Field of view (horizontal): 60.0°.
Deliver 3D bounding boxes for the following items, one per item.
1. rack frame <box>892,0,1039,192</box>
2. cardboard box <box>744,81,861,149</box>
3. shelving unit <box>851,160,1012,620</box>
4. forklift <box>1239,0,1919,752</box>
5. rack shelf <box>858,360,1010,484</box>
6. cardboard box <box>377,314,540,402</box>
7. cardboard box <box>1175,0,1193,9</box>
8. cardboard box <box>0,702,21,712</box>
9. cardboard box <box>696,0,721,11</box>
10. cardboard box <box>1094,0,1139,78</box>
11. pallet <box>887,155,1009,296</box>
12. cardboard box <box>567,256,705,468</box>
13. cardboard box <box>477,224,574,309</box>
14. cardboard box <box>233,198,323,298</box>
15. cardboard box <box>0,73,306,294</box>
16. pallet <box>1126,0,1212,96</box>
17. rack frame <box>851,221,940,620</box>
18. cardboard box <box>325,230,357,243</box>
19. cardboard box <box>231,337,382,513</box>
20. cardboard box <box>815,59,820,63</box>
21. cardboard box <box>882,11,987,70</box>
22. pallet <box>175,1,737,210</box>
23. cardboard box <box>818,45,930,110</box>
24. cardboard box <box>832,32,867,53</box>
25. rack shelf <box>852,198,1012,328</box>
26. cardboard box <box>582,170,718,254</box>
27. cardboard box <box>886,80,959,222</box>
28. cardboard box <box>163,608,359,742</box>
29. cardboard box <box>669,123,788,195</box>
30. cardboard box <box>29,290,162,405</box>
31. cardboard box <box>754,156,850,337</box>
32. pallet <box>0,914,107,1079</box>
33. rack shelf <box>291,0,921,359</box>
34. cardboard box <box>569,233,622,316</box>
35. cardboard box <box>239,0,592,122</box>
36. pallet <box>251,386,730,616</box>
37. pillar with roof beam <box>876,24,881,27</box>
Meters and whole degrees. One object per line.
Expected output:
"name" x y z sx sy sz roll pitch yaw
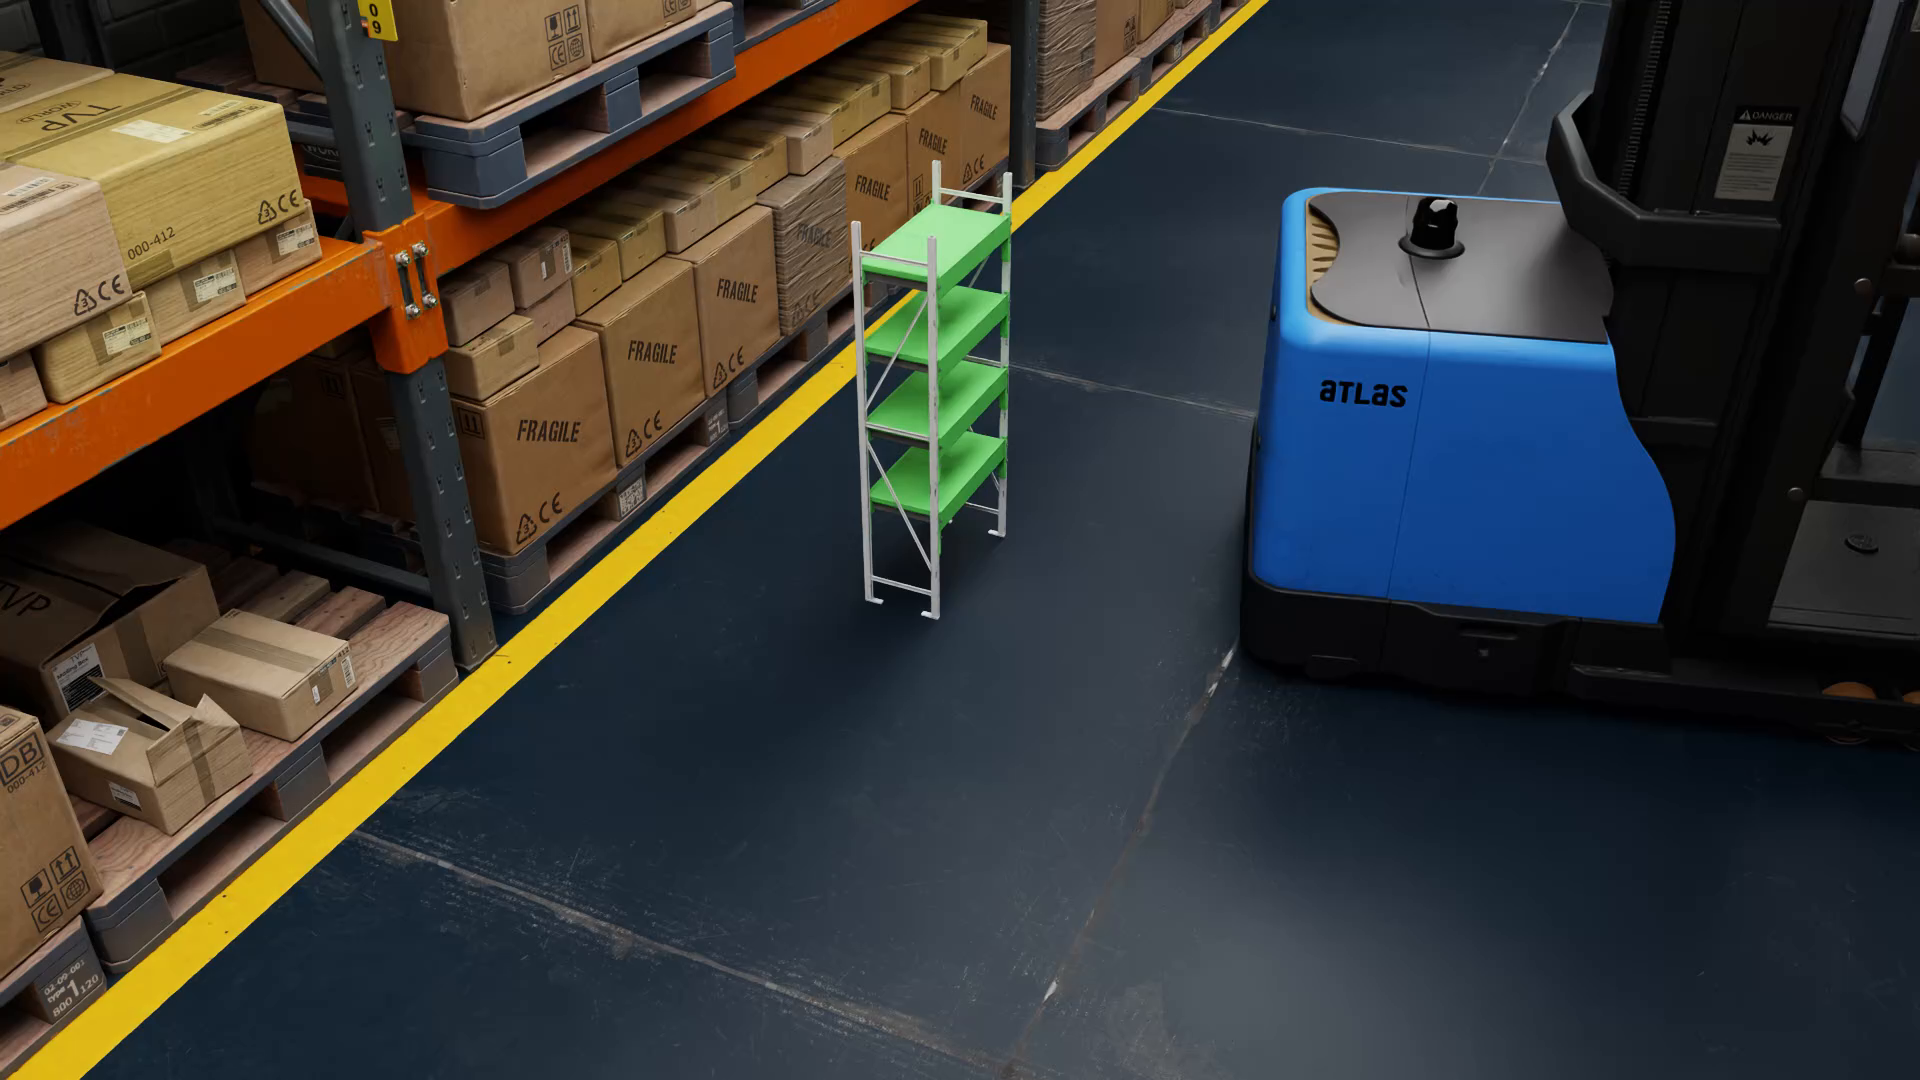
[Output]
"rack frame" -0.129 -3.016 7.114 1.000 3.000 0.127 14 36 20
"cardboard box" -0.597 -1.604 6.265 0.380 0.149 0.250 14 36 20
"shelving unit" -0.069 -0.419 4.795 0.258 1.200 0.503 14 36 20
"forklift" 2.354 -0.979 4.071 3.031 2.935 1.130 5 34 8
"rack shelf" -0.069 -0.366 4.830 0.258 0.148 0.480 14 36 20
"cardboard box" -1.410 -0.543 4.647 0.380 0.149 0.250 16 36 23
"cardboard box" 1.005 -3.543 9.701 0.875 0.625 0.625 14 36 20
"cardboard box" -2.475 0.484 3.994 0.380 0.149 0.250 14 36 20
"cardboard box" -0.872 -1.747 4.918 0.396 0.266 0.258 16 36 23
"cardboard box" 0.411 -2.833 8.618 0.875 0.625 0.625 15 36 22
"pallet" -0.475 -1.487 7.325 1.003 0.211 1.213 14 36 20
"cardboard box" -1.182 -0.611 5.342 0.500 0.500 0.500 14 36 20
"cardboard box" -1.345 -0.808 4.780 0.380 0.149 0.250 12 35 18
"cardboard box" -1.706 -0.702 3.814 0.380 0.149 0.250 15 36 21
"cardboard box" -1.794 -0.776 3.563 0.500 0.250 0.500 15 36 22
"pallet" 0.763 -2.856 9.413 1.003 0.211 1.213 14 36 20
"rack frame" -0.171 -0.298 4.610 0.240 1.200 0.015 14 36 20
"cardboard box" -1.805 -0.807 5.050 0.380 0.149 0.250 14 36 21
"cardboard box" -1.865 -0.466 5.122 0.500 0.500 0.500 14 36 20
"cardboard box" -0.797 -1.961 6.810 0.380 0.149 0.250 15 36 21
"cardboard box" -0.105 -2.113 7.042 0.380 0.149 0.250 12 35 18
"pallet" -1.369 -1.316 4.697 1.003 0.211 1.213 14 36 20
"cardboard box" -0.341 -1.849 6.640 0.380 0.149 0.250 13 35 19
"cardboard box" -0.630 -2.229 7.219 0.380 0.149 0.250 16 37 23
"rack shelf" -0.069 -0.767 4.567 0.258 0.148 0.480 14 36 20
"cardboard box" -1.027 -1.084 5.473 0.380 0.149 0.250 14 36 20
"cardboard box" -0.329 -1.639 6.911 0.500 0.500 0.500 14 36 20
"cardboard box" -1.768 0.338 4.216 0.380 0.149 0.250 13 35 19
"cardboard box" -0.835 -1.349 5.876 0.380 0.149 0.250 14 36 21
"cardboard box" -1.882 -0.432 3.403 0.380 0.149 0.250 15 36 22
"cardboard box" -0.746 -1.115 6.112 0.500 0.500 0.500 13 35 19
"pallet" -2.599 1.094 3.389 1.003 0.211 1.213 14 36 20
"rack shelf" -0.965 -1.719 5.792 1.077 0.370 4.000 14 36 20
"cardboard box" -1.268 -0.829 5.084 0.380 0.149 0.250 12 35 18
"cardboard box" -1.397 -1.431 4.222 0.700 0.500 0.500 15 36 22
"pallet" -1.496 -0.271 5.471 1.003 0.211 1.213 14 36 20
"pillar with roof beam" 3.508 -5.393 5.268 9.100 9.000 0.400 14 36 20
